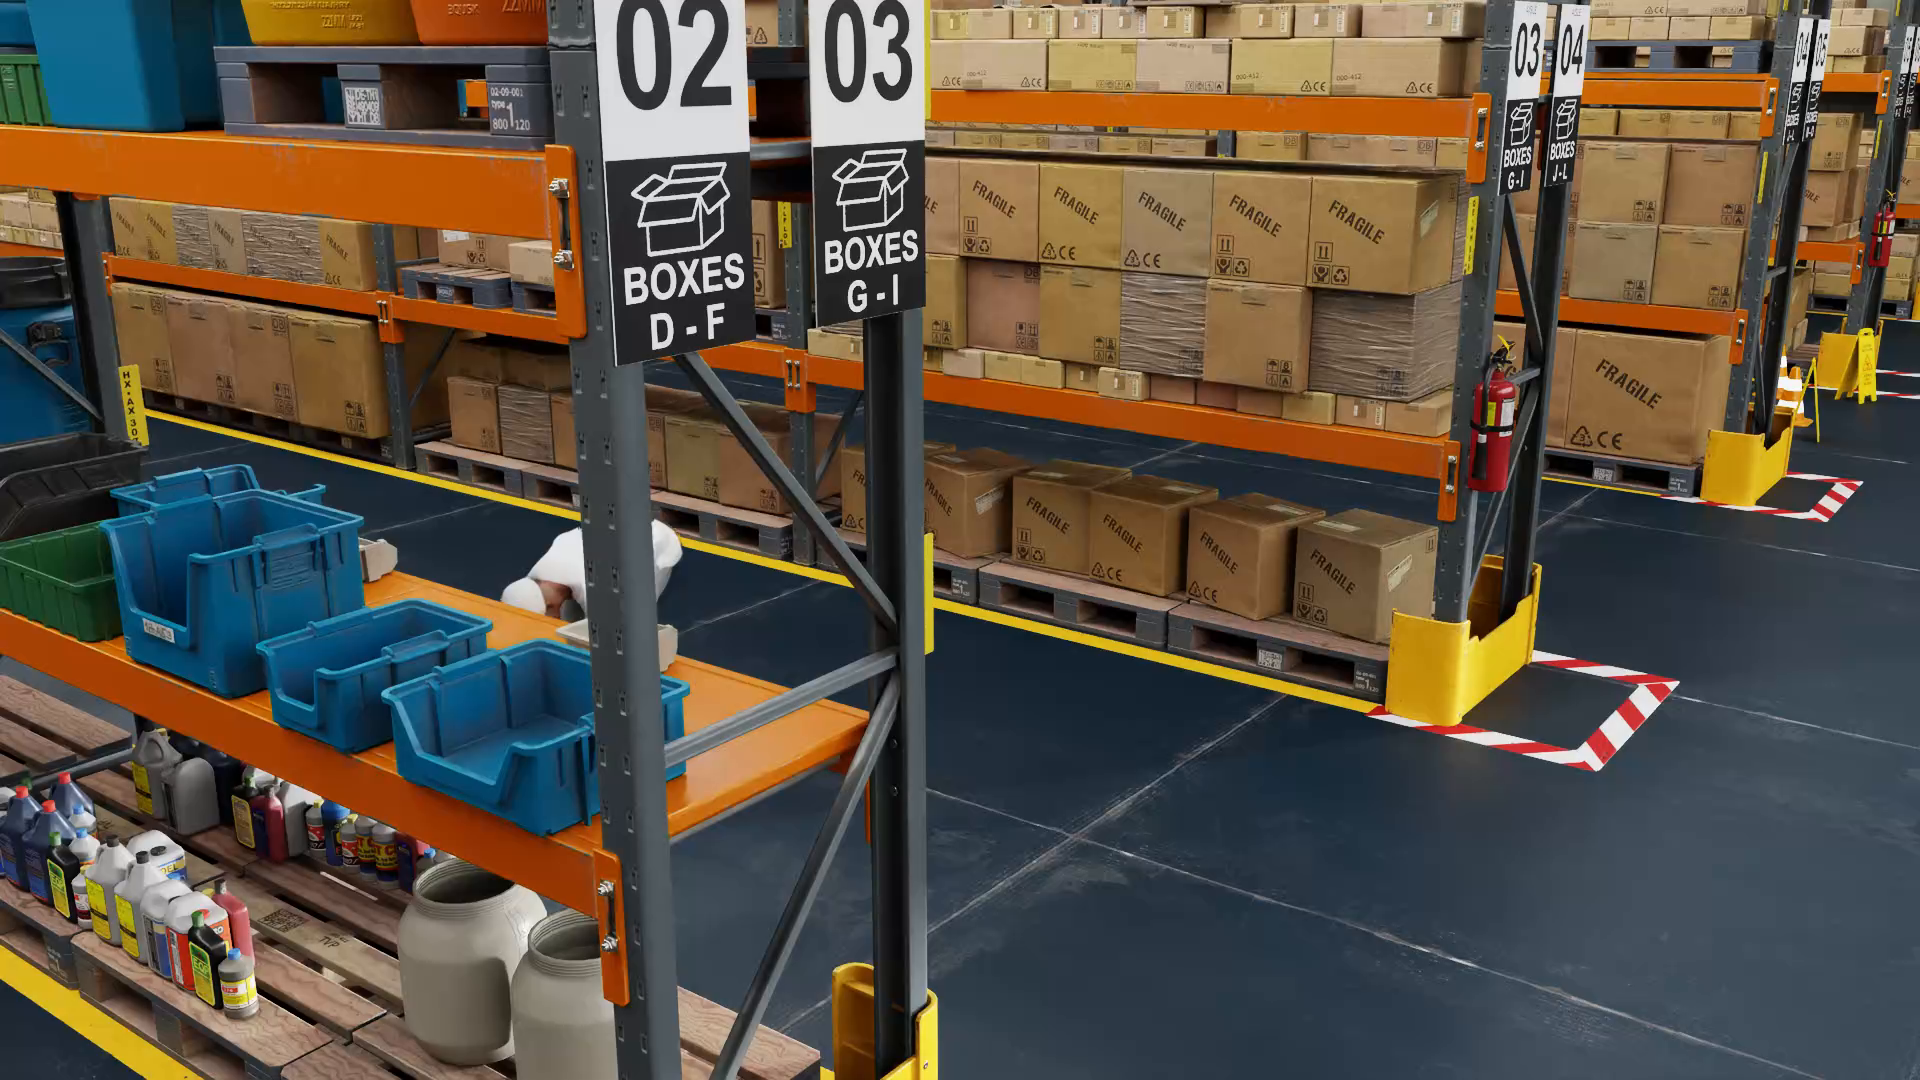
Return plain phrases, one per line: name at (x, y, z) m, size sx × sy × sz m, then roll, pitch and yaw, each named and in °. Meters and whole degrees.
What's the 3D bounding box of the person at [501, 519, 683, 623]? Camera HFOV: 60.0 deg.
person at (-1.669, 0.400, 7.544) m, size 0.501 × 0.967 × 0.973 m, roll 11°, pitch 20°, yaw 32°
